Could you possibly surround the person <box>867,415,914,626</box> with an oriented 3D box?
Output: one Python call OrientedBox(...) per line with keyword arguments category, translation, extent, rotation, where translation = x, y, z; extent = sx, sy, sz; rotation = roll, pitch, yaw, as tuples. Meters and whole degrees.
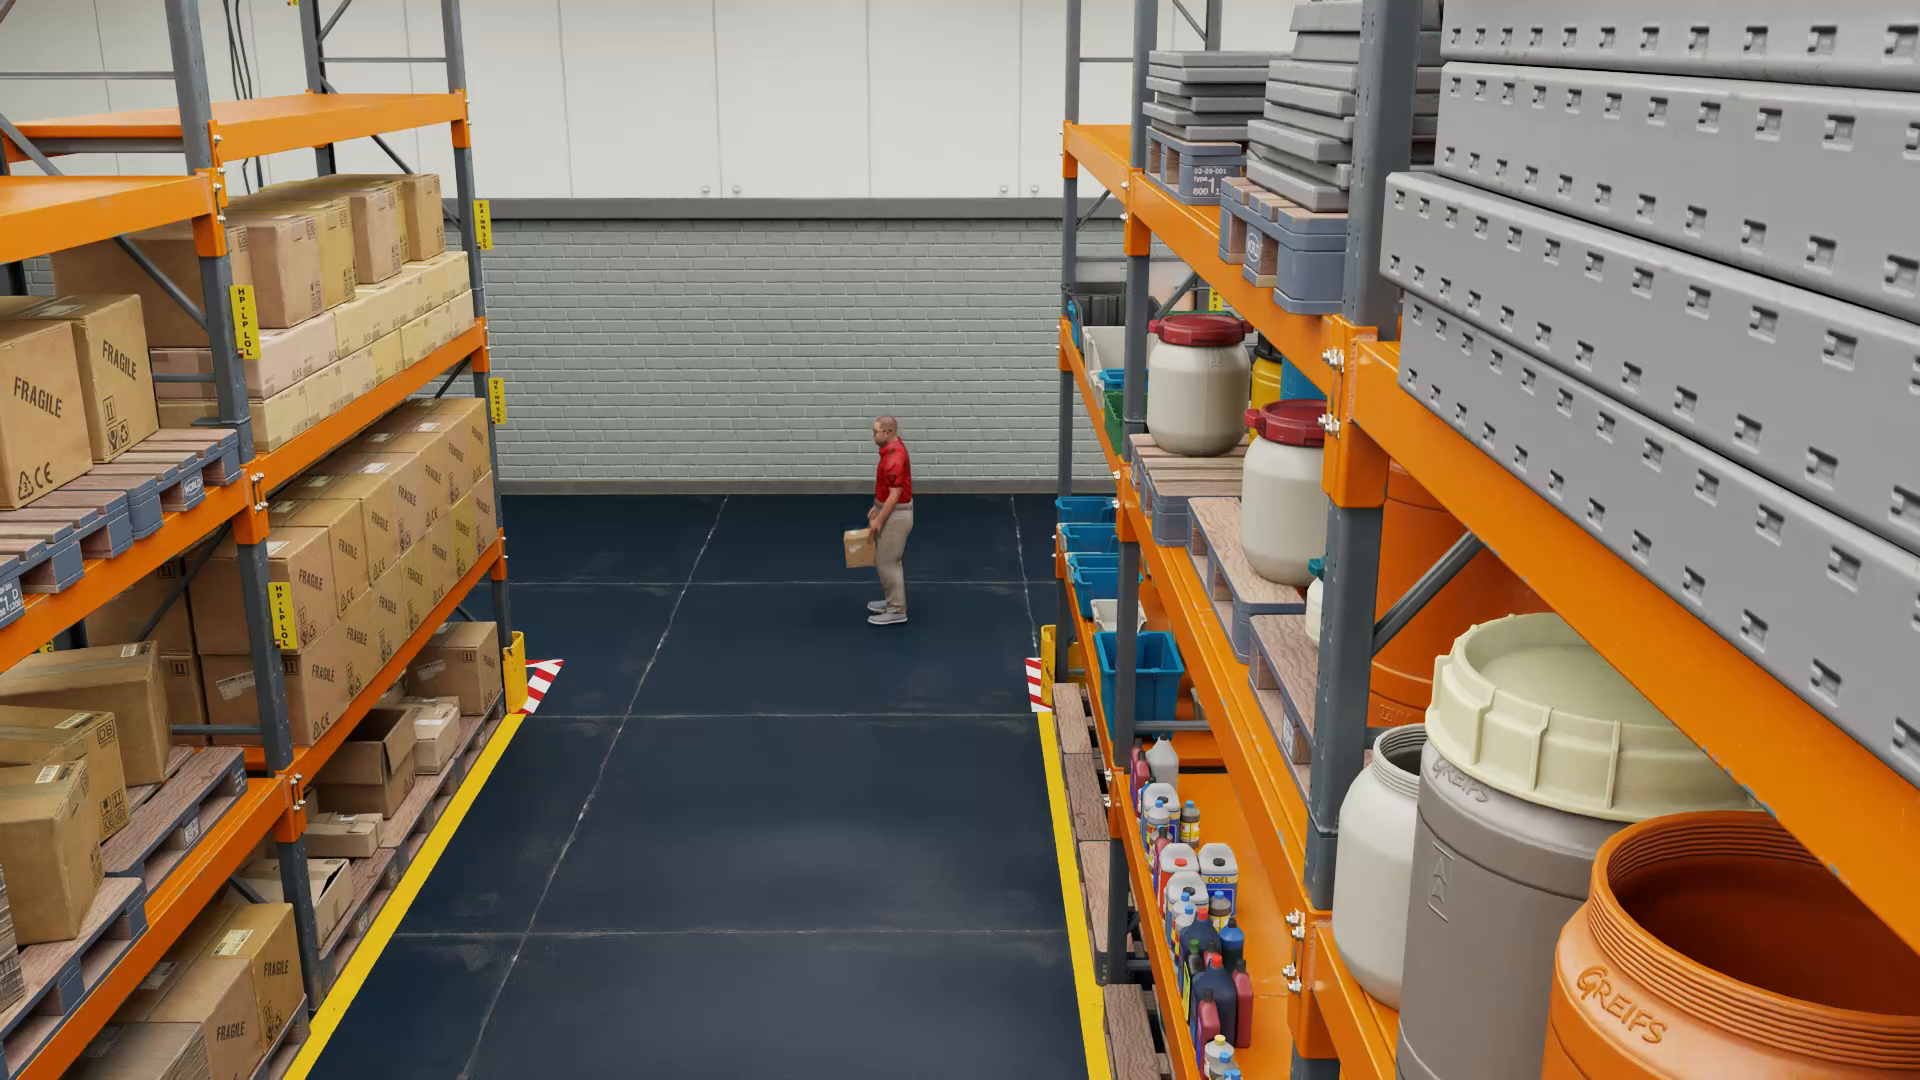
OrientedBox(category="person", translation=(-0.579, -0.181, 13.649), extent=(0.393, 1.732, 0.554), rotation=(-1, 17, -2))
